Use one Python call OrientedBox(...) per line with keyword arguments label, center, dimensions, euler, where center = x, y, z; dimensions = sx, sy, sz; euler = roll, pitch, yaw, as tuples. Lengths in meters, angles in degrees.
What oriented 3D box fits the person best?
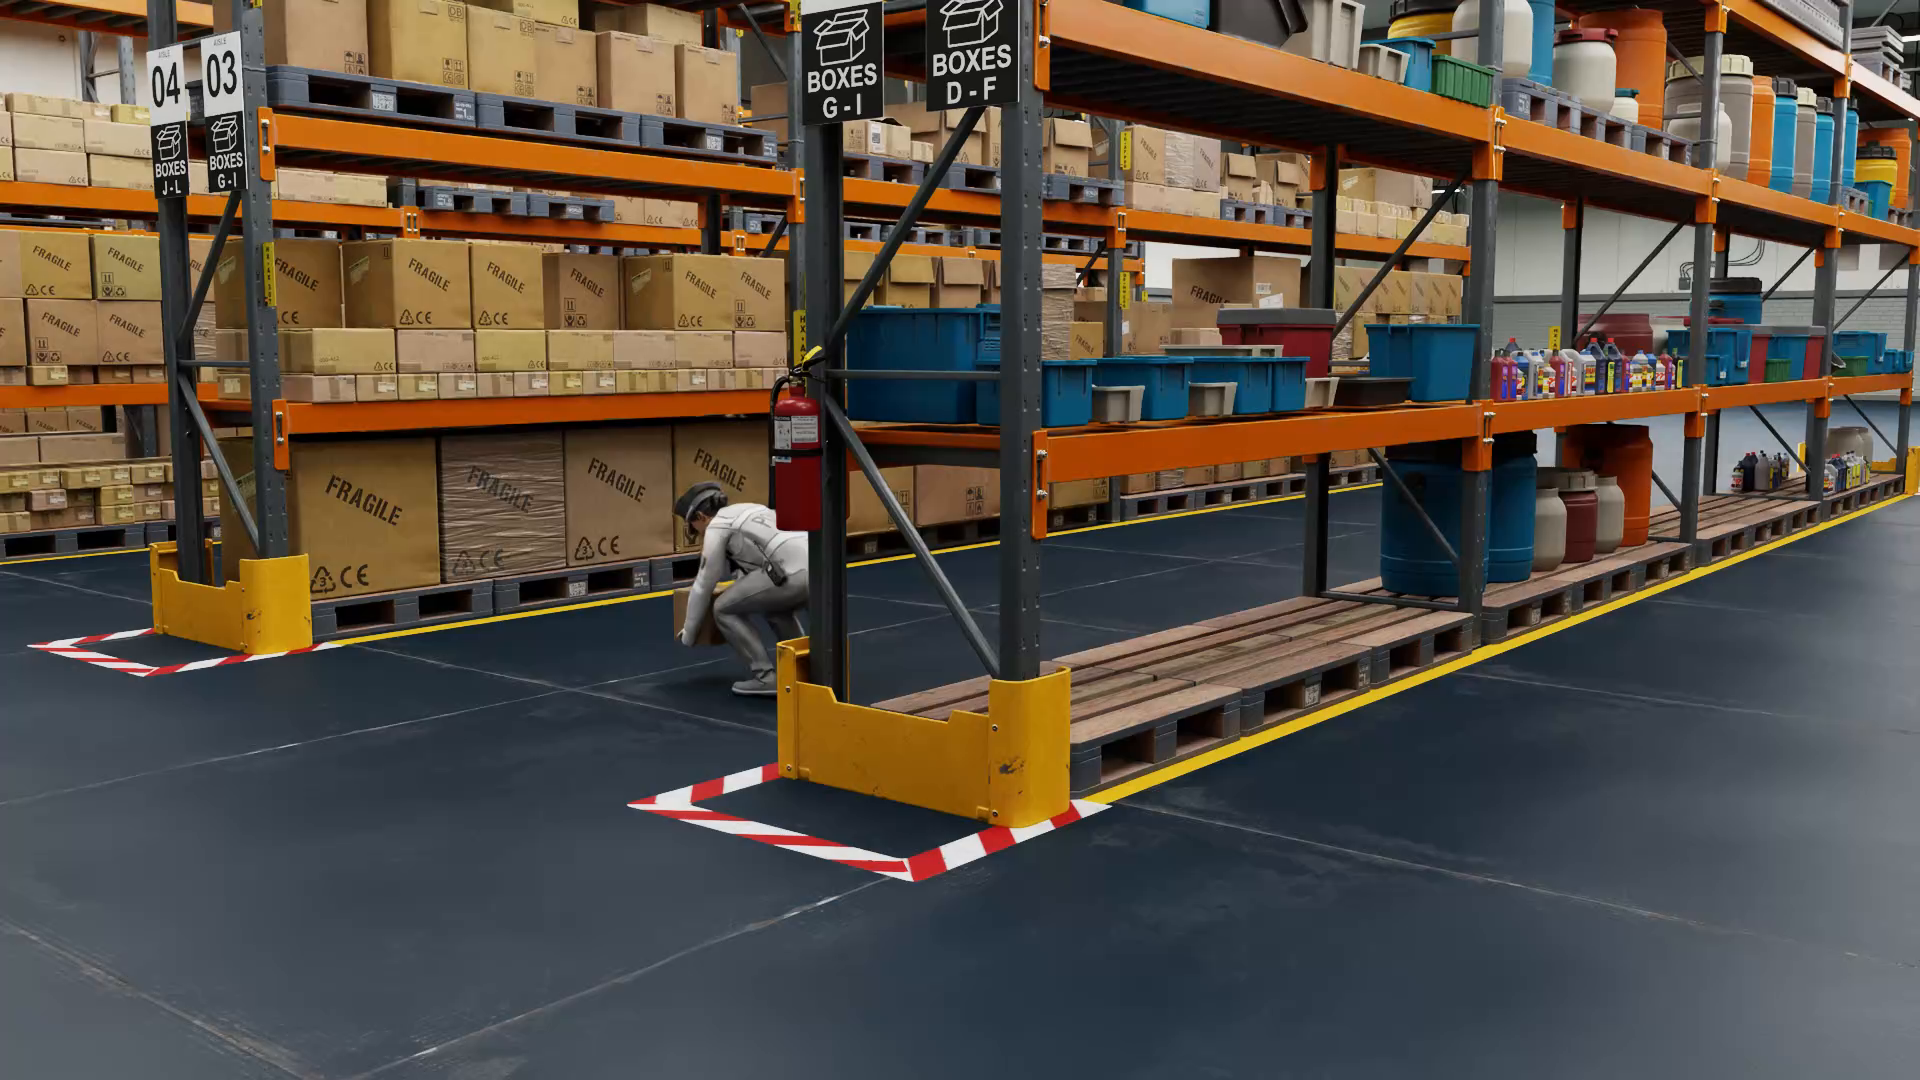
OrientedBox(label="person", center=(-0.953, 0.223, 7.788), dimensions=(0.889, 0.982, 0.457), euler=(5, 8, 37))
